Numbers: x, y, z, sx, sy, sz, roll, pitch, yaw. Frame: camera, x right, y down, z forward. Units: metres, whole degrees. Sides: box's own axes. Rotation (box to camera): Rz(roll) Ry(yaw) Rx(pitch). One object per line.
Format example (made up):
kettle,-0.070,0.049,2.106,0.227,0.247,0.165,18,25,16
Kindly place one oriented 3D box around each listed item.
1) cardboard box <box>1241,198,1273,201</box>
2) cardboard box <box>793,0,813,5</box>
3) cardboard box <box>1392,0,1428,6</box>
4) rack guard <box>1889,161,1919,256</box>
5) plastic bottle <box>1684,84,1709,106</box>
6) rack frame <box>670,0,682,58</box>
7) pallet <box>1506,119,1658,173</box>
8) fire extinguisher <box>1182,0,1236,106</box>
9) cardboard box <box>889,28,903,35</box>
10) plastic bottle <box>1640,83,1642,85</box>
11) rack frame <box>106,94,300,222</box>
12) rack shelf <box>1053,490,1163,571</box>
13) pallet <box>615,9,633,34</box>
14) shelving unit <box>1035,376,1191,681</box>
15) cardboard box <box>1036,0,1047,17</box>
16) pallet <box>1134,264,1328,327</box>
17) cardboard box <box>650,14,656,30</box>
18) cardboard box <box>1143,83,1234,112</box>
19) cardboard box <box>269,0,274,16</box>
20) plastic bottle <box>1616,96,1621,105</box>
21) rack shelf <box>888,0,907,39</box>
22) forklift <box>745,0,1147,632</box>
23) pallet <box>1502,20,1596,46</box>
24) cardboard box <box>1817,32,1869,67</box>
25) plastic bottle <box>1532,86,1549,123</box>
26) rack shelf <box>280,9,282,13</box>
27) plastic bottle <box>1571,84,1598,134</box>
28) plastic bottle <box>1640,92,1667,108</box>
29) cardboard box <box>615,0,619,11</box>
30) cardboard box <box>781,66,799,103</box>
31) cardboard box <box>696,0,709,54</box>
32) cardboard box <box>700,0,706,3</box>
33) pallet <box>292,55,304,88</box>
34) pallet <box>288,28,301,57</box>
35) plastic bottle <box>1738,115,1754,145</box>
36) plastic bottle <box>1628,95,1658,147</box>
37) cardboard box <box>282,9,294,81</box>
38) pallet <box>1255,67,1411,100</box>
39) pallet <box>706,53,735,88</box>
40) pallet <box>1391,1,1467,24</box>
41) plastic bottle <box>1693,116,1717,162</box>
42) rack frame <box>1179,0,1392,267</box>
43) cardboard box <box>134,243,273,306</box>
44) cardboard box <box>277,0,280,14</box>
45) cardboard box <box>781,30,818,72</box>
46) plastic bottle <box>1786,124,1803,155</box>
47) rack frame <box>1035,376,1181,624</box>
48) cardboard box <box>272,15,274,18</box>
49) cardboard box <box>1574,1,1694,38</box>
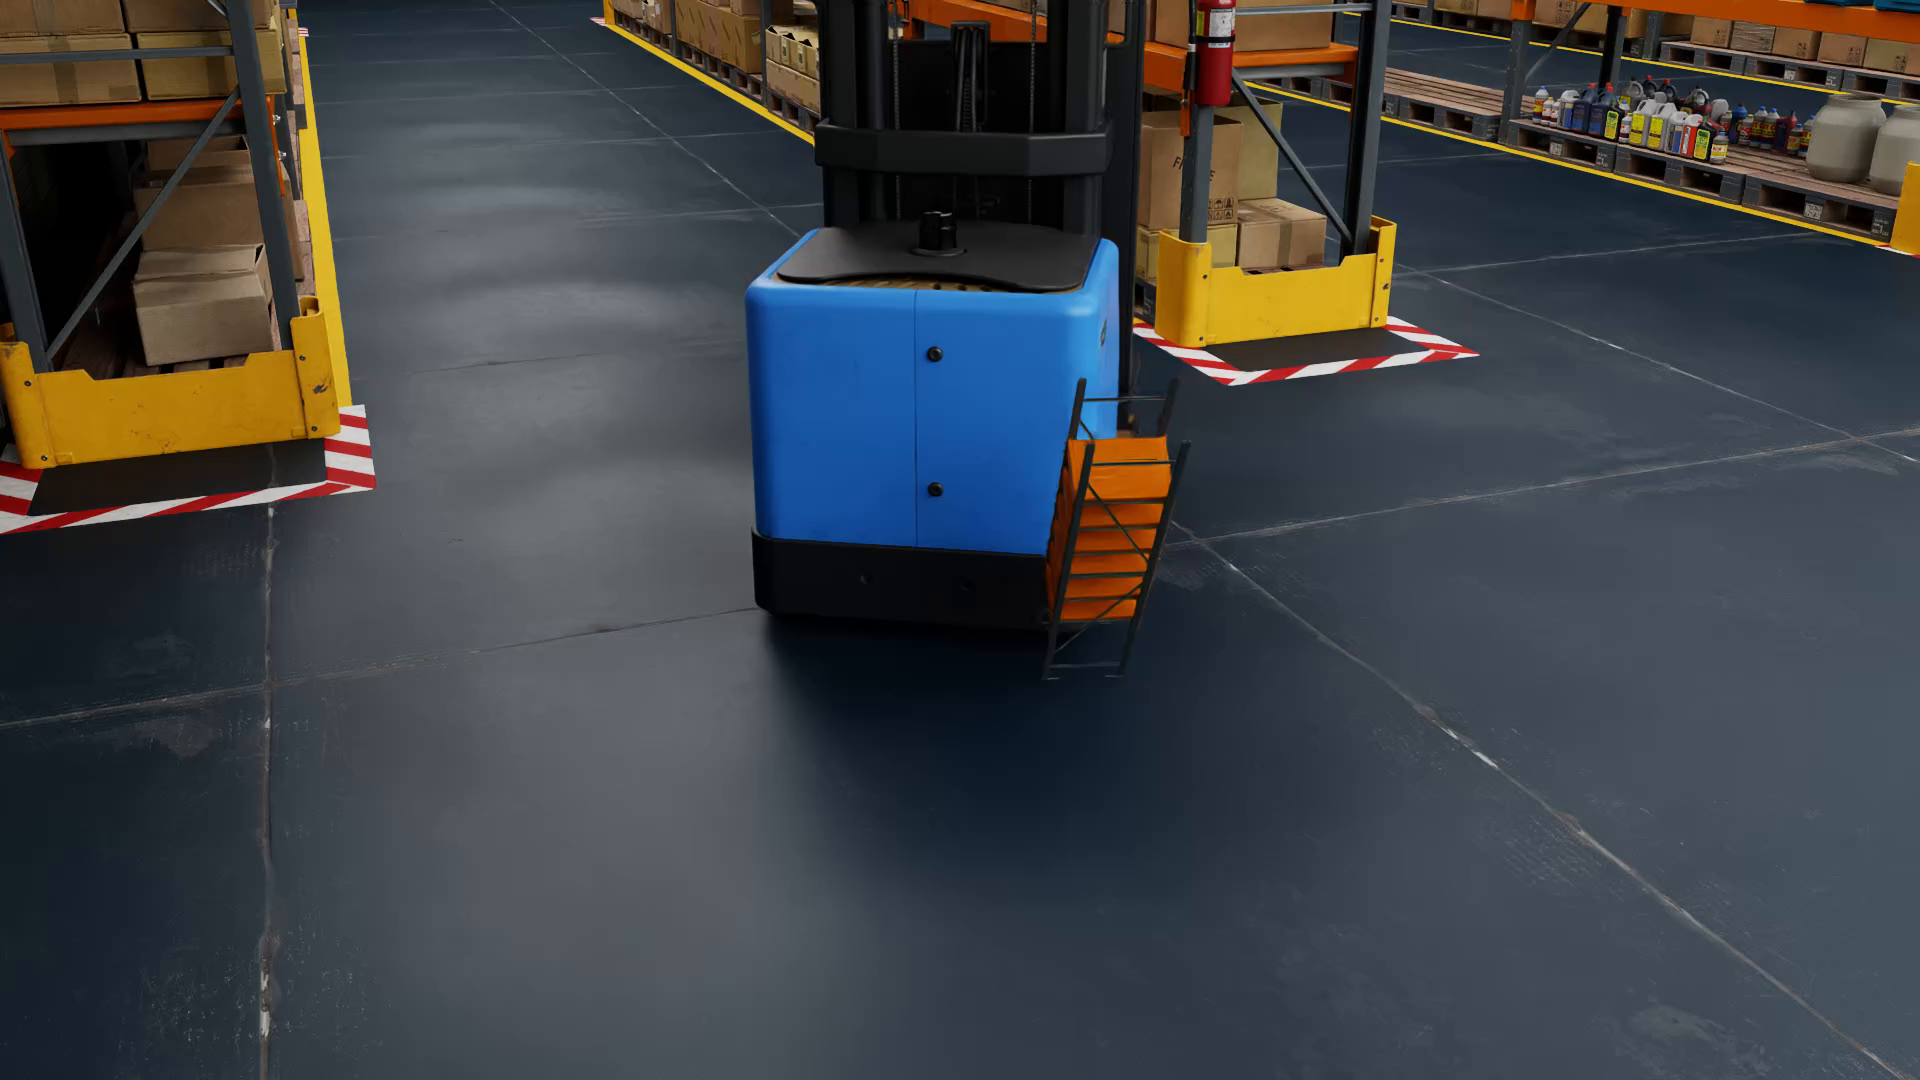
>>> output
cardboard box,1.375,-1.776,9.101,0.500,0.250,0.500,-8,24,-19
cardboard box,-1.735,-5.167,16.798,0.500,0.500,0.500,-9,25,-21
cardboard box,6.407,-7.626,22.177,0.875,0.875,0.875,-8,24,-19
rack guard,6.101,-1.991,9.829,1.175,0.500,0.348,-8,24,-19
plastic bottle,5.437,-3.175,12.266,0.144,0.351,0.185,-8,24,-19
rack frame,-2.703,-6.803,18.029,1.000,3.000,0.127,-8,24,-19
pallet,4.957,-3.040,12.691,1.003,0.211,1.213,-8,24,-19
fire extinguisher,1.143,-2.301,7.446,0.296,0.674,0.183,-8,24,-19
cardboard box,-0.685,-4.190,14.107,0.500,0.311,0.500,-9,24,-20
plastic bottle,5.237,-3.396,12.876,0.061,0.283,0.133,-7,24,-16
rack frame,-4.510,-3.215,9.517,1.000,3.000,0.127,-8,24,-19
rack shelf,0.376,-0.028,4.264,0.258,0.103,0.180,-2,59,-4
pallet,-3.807,-6.654,21.267,1.003,0.211,1.213,-8,24,-19
shelving unit,0.373,0.011,4.329,0.258,1.200,0.189,-2,59,-4
cardboard box,0.834,-3.223,9.405,0.700,0.500,0.500,-8,24,-17
pallet,1.227,-1.430,8.871,1.003,0.211,1.213,-8,24,-19
cardboard box,-3.358,-5.988,19.200,0.380,0.149,0.250,-8,24,-19
cardboard box,1.188,-2.302,9.383,0.500,0.500,0.500,-8,24,-19
cardboard box,-3.150,-2.443,6.887,0.500,0.500,0.500,-8,24,-19
plastic bottle,4.819,-3.134,12.270,0.097,0.271,0.097,0,23,0
rack shelf,-0.584,-4.292,12.996,1.077,0.370,4.000,-8,24,-19
forklift,0.109,-1.617,5.813,1.130,2.935,3.031,4,23,8
pallet,7.344,-6.162,20.098,1.003,0.211,1.213,-8,24,-19
cardboard box,8.846,-4.910,16.190,0.700,0.500,0.500,-11,25,-24
plastic bottle,4.461,-3.344,12.769,0.097,0.271,0.097,0,23,0
rack shelf,-5.216,-3.611,11.381,1.077,0.370,4.000,-8,24,-19
plastic bottle,4.655,-3.206,12.340,0.144,0.351,0.185,-8,24,-18
plastic bottle,5.194,-3.229,12.489,0.152,0.276,0.135,-8,24,-19
cardboard box,-4.201,-6.864,21.254,0.380,0.166,0.250,-8,24,-19
cardboard box,-1.201,-3.863,14.053,0.500,0.250,0.500,-9,24,-20
cardboard box,-2.392,-5.270,17.043,0.500,0.500,0.500,-8,24,-18
cardboard box,-2.407,-5.627,16.925,0.500,0.250,0.500,-8,24,-19
pallet,-6.993,-4.567,16.314,1.003,0.211,1.213,-8,24,-19
pallet,-7.966,-5.568,18.689,1.003,0.211,1.213,-8,24,-19
plastic bottle,5.631,-2.933,11.883,0.097,0.201,0.097,0,23,0
plastic bottle,4.872,-2.983,11.811,0.144,0.351,0.185,-9,24,-19
cardboard box,-6.364,-4.476,14.735,0.750,0.750,0.750,-8,24,-19
pallet,3.583,-4.456,16.051,1.003,0.211,1.213,-8,24,-19
pallet,-1.946,-4.784,16.828,1.003,0.211,1.213,-8,24,-19
pallet,6.370,-7.163,22.473,1.003,0.211,1.213,-8,24,-19
plastic bottle,5.054,-2.719,11.271,0.061,0.283,0.133,-8,24,-18
rack frame,1.536,-2.443,7.684,1.000,3.000,0.127,-8,24,-19
cardboard box,-3.459,-1.197,7.622,0.500,0.311,0.500,-6,24,-15
cardboard box,-4.059,-3.025,9.232,0.500,0.250,0.500,-8,24,-19
cardboard box,-1.186,-4.114,13.927,0.500,0.311,0.500,-9,24,-20
plastic bottle,5.786,-2.774,11.505,0.097,0.201,0.097,0,23,0
rack frame,0.367,-0.068,4.376,0.240,1.200,0.006,-2,59,-4
cardboard box,-3.169,-2.110,7.061,0.500,0.250,0.500,-9,25,-21
cardboard box,7.755,-6.176,18.735,1.225,0.875,0.875,-10,25,-21
